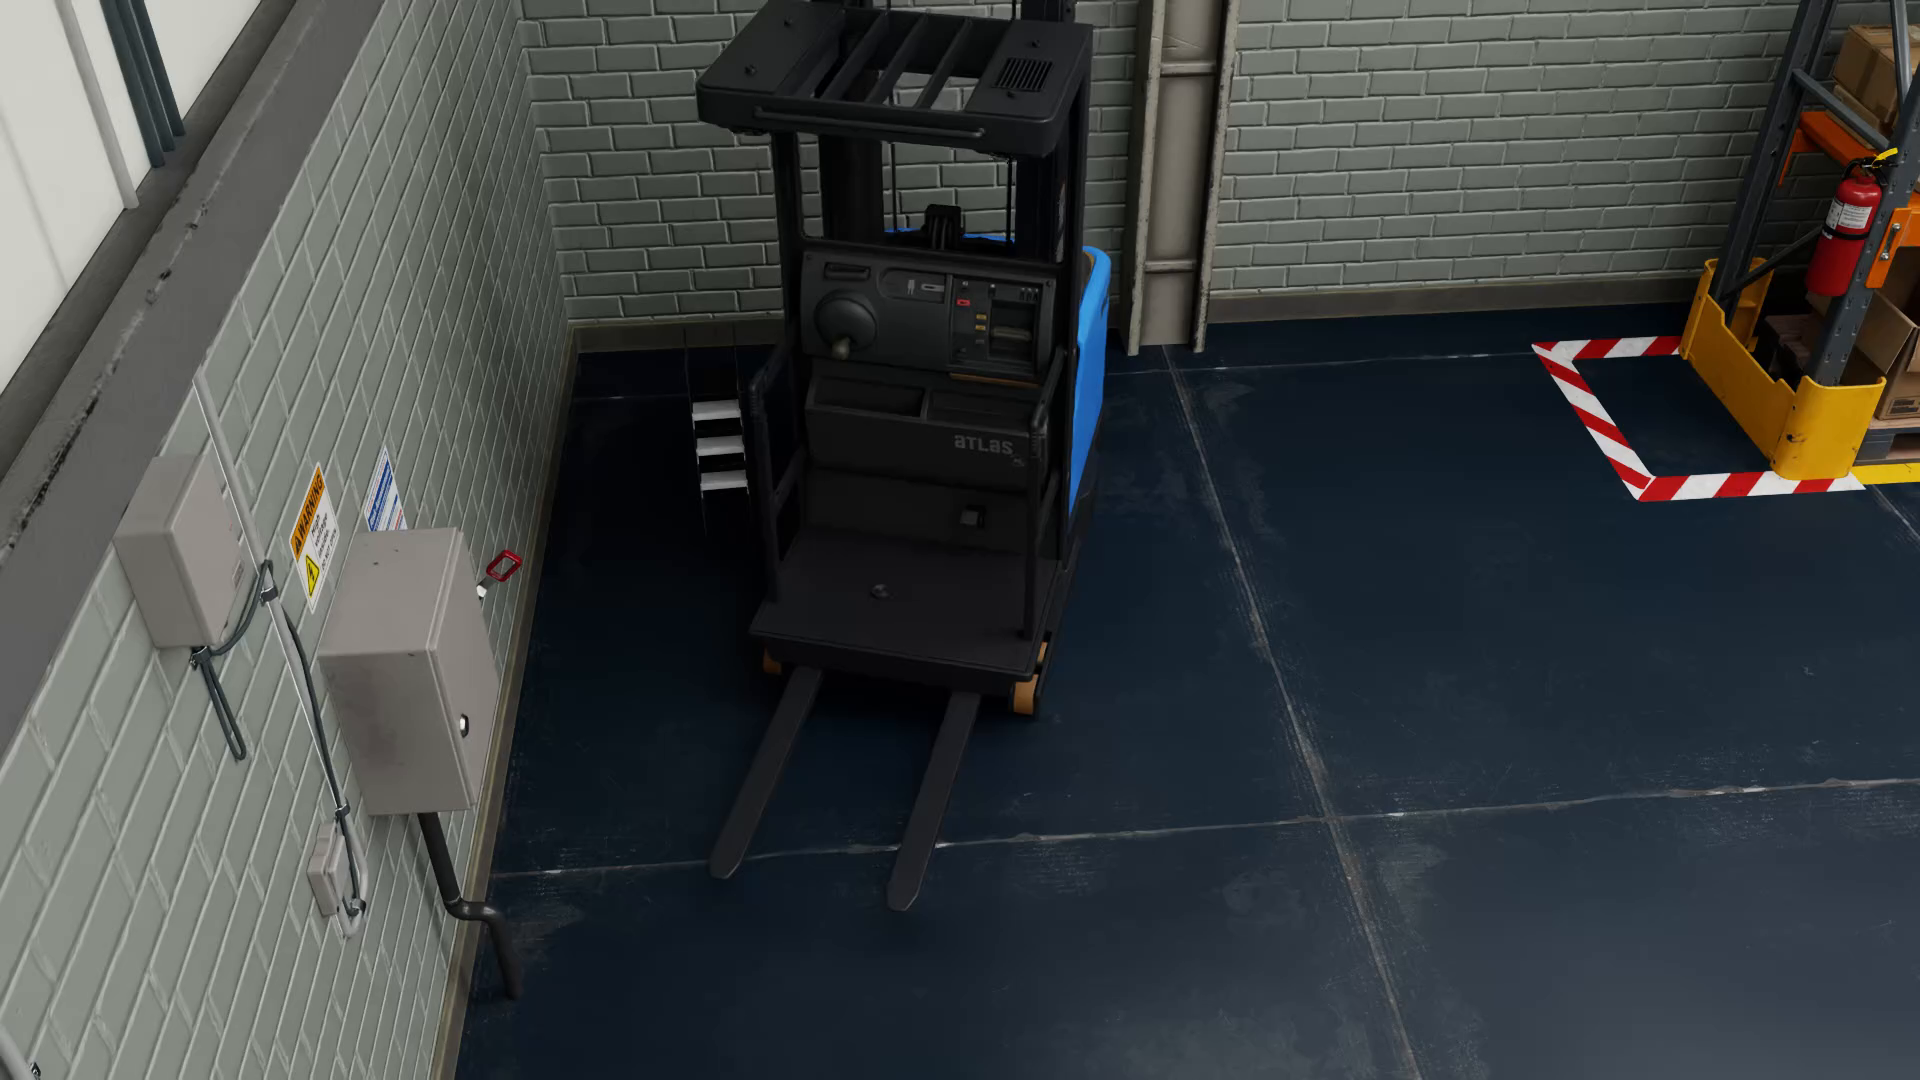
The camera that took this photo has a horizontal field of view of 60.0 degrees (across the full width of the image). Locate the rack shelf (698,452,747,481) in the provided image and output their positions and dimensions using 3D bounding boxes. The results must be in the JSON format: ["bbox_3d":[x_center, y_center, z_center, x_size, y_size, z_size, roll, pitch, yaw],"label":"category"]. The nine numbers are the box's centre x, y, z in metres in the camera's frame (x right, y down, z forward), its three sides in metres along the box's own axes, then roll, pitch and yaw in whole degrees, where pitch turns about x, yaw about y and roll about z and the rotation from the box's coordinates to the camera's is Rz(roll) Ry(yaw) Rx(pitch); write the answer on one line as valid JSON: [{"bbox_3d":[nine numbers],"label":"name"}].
[{"bbox_3d":[-1.029,-0.366,7.186,0.200,0.077,0.258,-5,39,-6],"label":"rack shelf"}]

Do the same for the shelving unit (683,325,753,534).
[{"bbox_3d":[-1.029,-0.463,7.110,0.210,0.900,0.258,-5,39,-6],"label":"shelving unit"}]

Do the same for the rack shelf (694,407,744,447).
[{"bbox_3d":[-1.029,-0.507,7.075,0.200,0.077,0.258,-5,39,-6],"label":"rack shelf"}]

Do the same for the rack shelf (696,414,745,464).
[{"bbox_3d":[-1.029,-0.436,7.130,0.200,0.077,0.258,-5,39,-6],"label":"rack shelf"}]

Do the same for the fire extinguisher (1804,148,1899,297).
[{"bbox_3d":[3.691,-1.341,6.892,0.183,0.674,0.296,-3,38,-4],"label":"fire extinguisher"}]

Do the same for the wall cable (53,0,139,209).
[{"bbox_3d":[-1.465,-1.082,1.357,0.029,3.000,2.355,-3,38,-4],"label":"wall cable"}]

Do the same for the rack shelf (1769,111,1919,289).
[{"bbox_3d":[5.788,-1.638,7.486,4.000,0.370,1.077,-3,38,-4],"label":"rack shelf"}]

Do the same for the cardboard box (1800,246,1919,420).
[{"bbox_3d":[4.414,-0.971,7.735,0.637,0.503,0.797,-5,39,-6],"label":"cardboard box"}]

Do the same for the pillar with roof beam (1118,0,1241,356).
[{"bbox_3d":[1.412,-1.918,2.416,0.400,9.000,9.100,-3,38,-4],"label":"pillar with roof beam"}]

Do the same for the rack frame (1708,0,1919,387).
[{"bbox_3d":[3.796,-1.811,7.124,0.127,3.000,1.000,-3,38,-4],"label":"rack frame"}]

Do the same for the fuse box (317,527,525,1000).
[{"bbox_3d":[-1.416,0.777,4.884,0.414,1.711,0.539,-3,38,-4],"label":"fuse box"}]

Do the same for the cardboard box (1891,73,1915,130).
[{"bbox_3d":[4.272,-1.728,6.899,0.500,0.250,0.500,-3,38,-4],"label":"cardboard box"}]

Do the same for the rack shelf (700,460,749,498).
[{"bbox_3d":[-1.029,-0.295,7.242,0.200,0.077,0.258,-5,39,-6],"label":"rack shelf"}]

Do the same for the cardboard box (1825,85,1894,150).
[{"bbox_3d":[4.103,-1.896,7.435,0.250,0.149,0.380,-4,38,-4],"label":"cardboard box"}]

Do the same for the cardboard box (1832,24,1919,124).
[{"bbox_3d":[4.231,-2.058,7.318,0.500,0.250,0.500,-2,38,-3],"label":"cardboard box"}]

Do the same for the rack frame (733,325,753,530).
[{"bbox_3d":[-0.929,-0.472,7.121,0.006,0.900,0.240,-5,39,-6],"label":"rack frame"}]

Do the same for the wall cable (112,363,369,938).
[{"bbox_3d":[-1.512,0.302,3.626,0.122,1.984,0.588,-3,38,-4],"label":"wall cable"}]

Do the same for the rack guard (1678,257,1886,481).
[{"bbox_3d":[3.872,-0.834,7.903,0.348,0.500,1.175,-3,38,-4],"label":"rack guard"}]

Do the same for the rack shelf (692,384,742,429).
[{"bbox_3d":[-1.029,-0.578,7.019,0.200,0.077,0.258,-5,39,-6],"label":"rack shelf"}]

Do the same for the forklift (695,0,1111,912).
[{"bbox_3d":[-0.166,-0.736,5.817,1.130,2.935,3.031,8,39,10],"label":"forklift"}]

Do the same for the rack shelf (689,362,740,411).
[{"bbox_3d":[-1.029,-0.648,6.963,0.200,0.077,0.258,-5,39,-6],"label":"rack shelf"}]

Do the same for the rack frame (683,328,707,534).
[{"bbox_3d":[-1.130,-0.454,7.098,0.006,0.900,0.240,-5,39,-6],"label":"rack frame"}]

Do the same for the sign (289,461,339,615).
[{"bbox_3d":[-1.617,-0.008,4.172,0.001,0.242,0.339,-3,38,-4],"label":"sign"}]

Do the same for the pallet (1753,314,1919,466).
[{"bbox_3d":[4.666,-0.765,8.049,1.213,0.211,1.003,-3,38,-4],"label":"pallet"}]

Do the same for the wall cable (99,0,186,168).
[{"bbox_3d":[-1.674,-2.818,3.526,0.133,3.039,2.988,-3,38,-4],"label":"wall cable"}]

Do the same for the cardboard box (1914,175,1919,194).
[{"bbox_3d":[4.148,-1.561,7.010,0.250,0.149,0.380,-3,38,-4],"label":"cardboard box"}]

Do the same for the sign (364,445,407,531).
[{"bbox_3d":[-1.666,0.015,4.886,0.001,0.494,0.329,-3,38,-4],"label":"sign"}]
